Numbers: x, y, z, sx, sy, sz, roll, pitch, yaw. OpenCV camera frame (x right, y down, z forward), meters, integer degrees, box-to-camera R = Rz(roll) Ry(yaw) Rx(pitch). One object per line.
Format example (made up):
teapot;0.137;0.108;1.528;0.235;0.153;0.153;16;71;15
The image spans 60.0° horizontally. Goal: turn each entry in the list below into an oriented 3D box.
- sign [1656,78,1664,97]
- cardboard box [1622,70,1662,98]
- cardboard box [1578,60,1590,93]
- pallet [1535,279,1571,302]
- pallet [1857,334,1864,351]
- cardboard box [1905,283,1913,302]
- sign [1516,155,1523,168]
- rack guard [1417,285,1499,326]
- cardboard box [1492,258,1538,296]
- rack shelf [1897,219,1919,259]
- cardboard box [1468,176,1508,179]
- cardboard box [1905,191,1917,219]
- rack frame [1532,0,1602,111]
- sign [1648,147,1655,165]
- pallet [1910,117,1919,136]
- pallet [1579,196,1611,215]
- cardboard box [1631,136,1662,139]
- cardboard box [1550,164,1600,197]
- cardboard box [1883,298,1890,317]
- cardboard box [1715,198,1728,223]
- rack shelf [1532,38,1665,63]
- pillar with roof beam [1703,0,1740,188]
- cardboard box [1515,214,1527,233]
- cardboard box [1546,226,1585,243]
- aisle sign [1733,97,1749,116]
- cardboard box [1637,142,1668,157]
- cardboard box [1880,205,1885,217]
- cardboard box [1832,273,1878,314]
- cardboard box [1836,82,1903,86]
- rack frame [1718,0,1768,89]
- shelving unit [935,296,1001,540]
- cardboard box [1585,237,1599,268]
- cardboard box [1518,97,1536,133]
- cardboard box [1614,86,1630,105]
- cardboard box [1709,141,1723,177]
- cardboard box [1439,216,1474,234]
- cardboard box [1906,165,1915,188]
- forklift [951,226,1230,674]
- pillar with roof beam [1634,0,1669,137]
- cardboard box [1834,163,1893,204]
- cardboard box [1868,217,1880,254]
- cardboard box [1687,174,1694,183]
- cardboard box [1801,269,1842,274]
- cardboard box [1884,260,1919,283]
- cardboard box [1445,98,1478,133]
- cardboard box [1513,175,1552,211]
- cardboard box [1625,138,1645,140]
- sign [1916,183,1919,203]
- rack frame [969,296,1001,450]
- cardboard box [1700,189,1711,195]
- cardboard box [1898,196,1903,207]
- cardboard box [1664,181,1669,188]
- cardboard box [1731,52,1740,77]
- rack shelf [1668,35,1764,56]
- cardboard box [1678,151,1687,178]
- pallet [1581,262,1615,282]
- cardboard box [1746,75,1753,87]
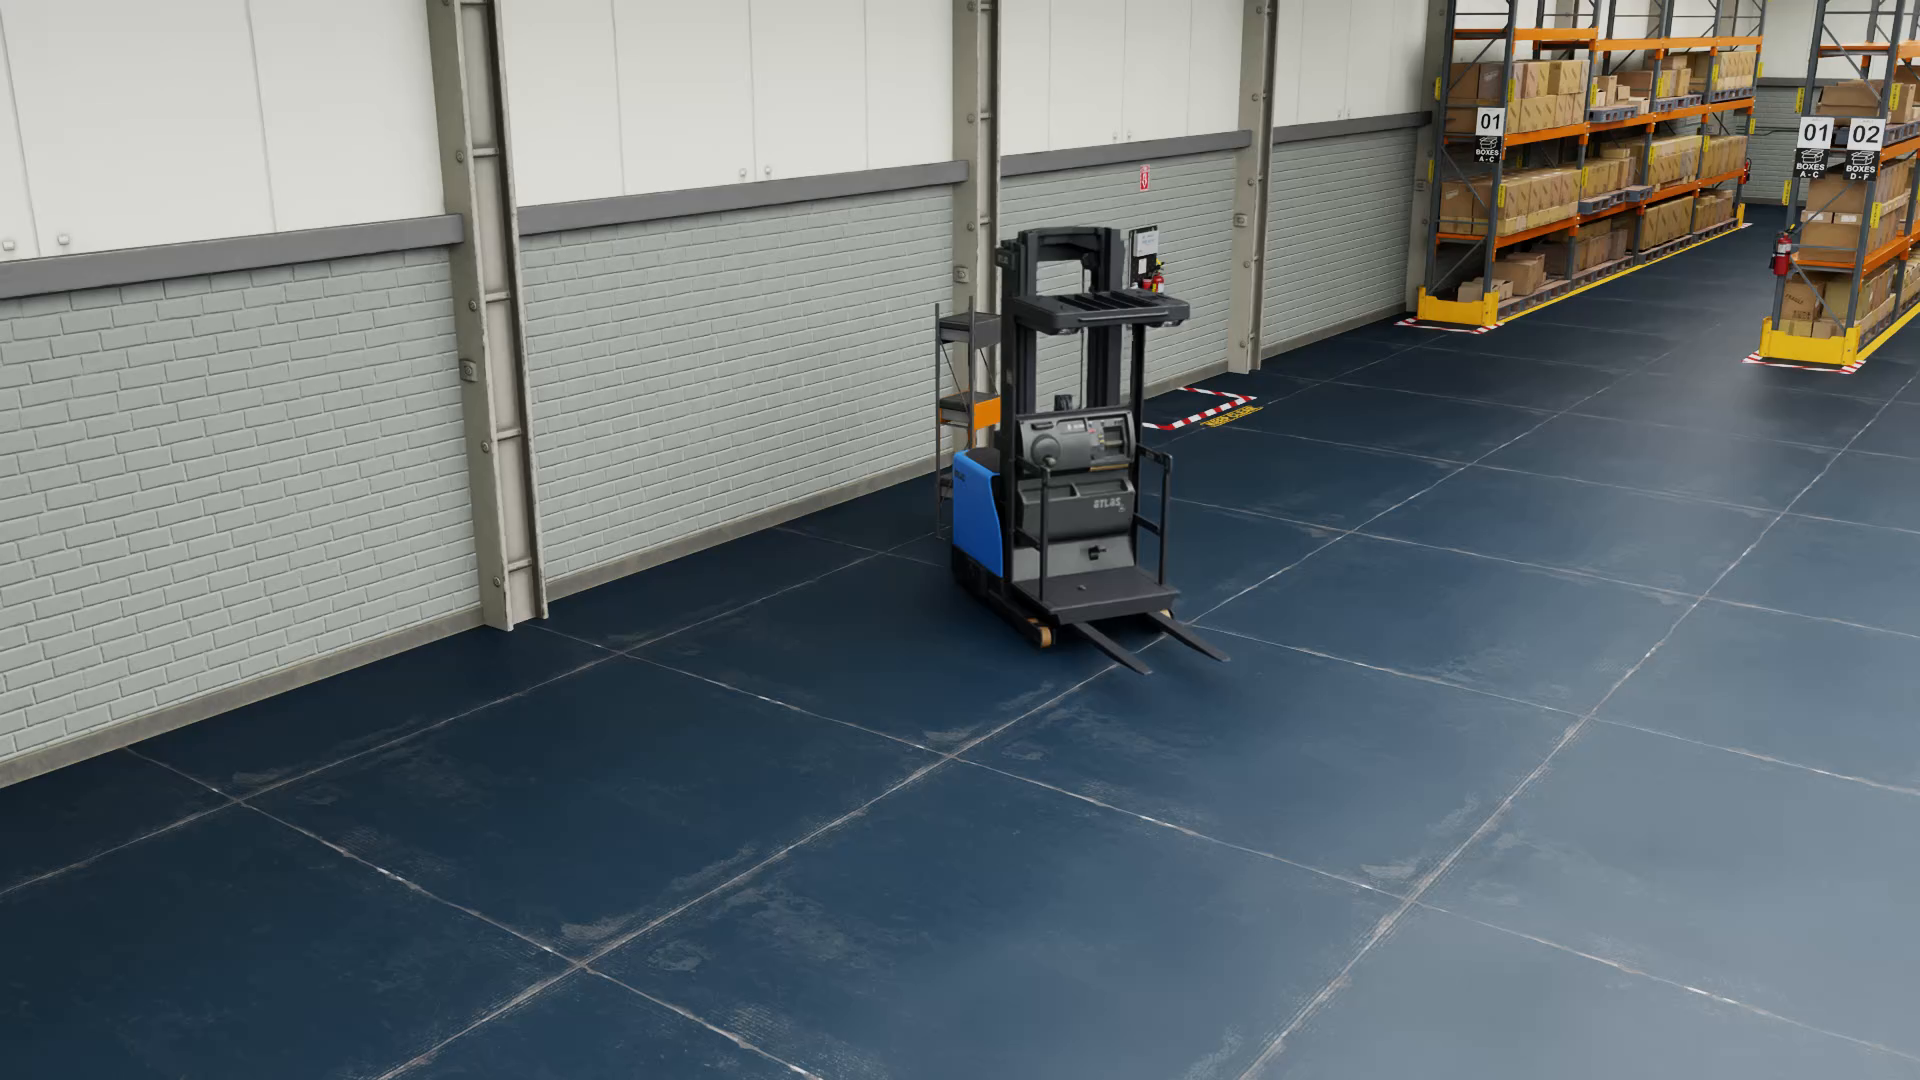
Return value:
sign;12.792;-8.274;30.401;0.100;0.325;0.005;12;21;35
cardboard box;12.874;-8.643;31.549;0.700;0.500;0.500;11;20;32
cardboard box;9.893;-7.539;27.016;0.500;0.500;0.500;10;20;30
pallet;9.602;-4.241;28.043;1.003;0.211;1.213;12;21;35
pallet;11.993;-2.769;23.305;1.003;0.211;1.213;12;21;35
cardboard box;14.700;-3.925;26.254;0.500;0.250;0.500;13;22;36
sign;9.526;-6.389;28.307;0.100;0.325;0.005;12;21;35
rack guard;7.636;-3.610;25.526;1.175;0.500;0.348;12;21;35
cardboard box;8.892;-4.253;26.854;0.700;0.500;0.500;11;20;31
rack shelf;15.146;-4.997;26.990;1.077;0.370;4.000;12;21;35
cardboard box;8.313;-5.474;26.267;0.500;0.500;0.500;12;21;33
cardboard box;15.038;-5.337;26.702;0.500;0.500;0.500;12;21;35
rack frame;9.974;-8.604;27.275;1.000;3.000;0.127;12;21;35
sign;12.799;-7.113;30.772;0.100;0.325;0.005;12;21;35
pallet;13.467;-6.047;24.249;1.003;0.211;1.213;12;21;35
pallet;10.546;-5.803;28.697;1.003;0.211;1.213;12;21;35
cardboard box;13.657;-7.892;33.131;0.500;0.250;0.500;12;21;33
cardboard box;10.644;-6.243;28.881;0.700;0.500;0.500;15;23;40
cardboard box;13.548;-3.485;24.837;0.500;0.250;0.500;12;21;35
cardboard box;16.489;-7.300;36.700;0.700;0.500;0.500;12;21;35
rack shelf;11.166;-8.545;28.975;1.077;0.370;4.000;12;21;35
pillar with roof beam;21.496;-11.497;36.593;9.100;9.000;0.400;12;21;35
cardboard box;8.435;-4.910;25.717;0.500;0.250;0.500;12;21;33
cardboard box;10.659;-5.397;29.273;0.500;0.250;0.500;12;21;34
aisle sign;17.408;-9.802;36.868;0.394;0.787;0.004;12;21;35
cardboard box;13.155;-7.439;31.674;0.500;0.250;0.500;12;21;34
cardboard box;12.744;-4.631;23.338;0.380;0.149;0.250;12;21;34
cardboard box;12.654;-3.486;23.576;0.500;0.500;0.500;12;21;35
cardboard box;12.872;-6.243;23.615;0.797;0.503;0.637;15;23;41
rack frame;17.124;-11.462;36.479;1.000;3.000;0.127;12;21;35
shelving unit;0.099;-1.042;14.559;0.431;2.100;0.503;12;21;35
cardboard box;11.003;-5.179;29.838;0.700;0.500;0.500;13;21;35
cardboard box;8.340;-6.433;25.140;0.500;0.500;0.500;14;22;38
cardboard box;11.511;-7.890;29.828;0.797;0.503;0.637;16;24;42
cardboard box;15.517;-8.086;35.220;0.980;0.700;0.700;12;21;33
cardboard box;7.714;-4.869;25.585;0.500;0.250;0.500;13;21;35
cardboard box;16.623;-6.235;28.887;0.700;0.500;0.500;5;18;16
forklift;0.959;-0.745;12.202;1.130;2.935;3.031;-7;19;-21
pillar with roof beam;17.921;-10.068;31.991;9.100;9.000;0.400;12;21;35
cardboard box;12.798;-5.066;23.643;0.700;0.500;0.500;12;21;35
cardboard box;12.469;-4.311;23.400;0.700;0.500;0.500;13;21;35
cardboard box;14.635;-7.339;33.708;0.380;0.149;0.250;13;21;36
cardboard box;12.535;-3.697;24.254;0.500;0.500;0.500;12;21;35
cardboard box;15.011;-4.316;26.565;0.500;0.311;0.500;12;21;33
cardboard box;7.636;-6.420;25.099;0.500;0.500;0.500;14;22;39
cardboard box;9.030;-5.505;26.369;0.500;0.500;0.500;13;22;36
cardboard box;13.342;-7.768;32.733;0.500;0.250;0.500;12;21;33
sign;14.401;-5.218;24.894;0.100;0.325;0.005;12;21;35
rack frame;0.244;-1.100;14.746;0.400;2.100;0.015;12;21;35
cardboard box;16.400;-7.673;36.808;0.380;0.149;0.250;12;21;35
cardboard box;13.662;-4.998;24.517;0.380;0.149;0.250;12;21;33
cardboard box;13.645;-6.986;32.571;0.380;0.149;0.250;13;21;35
cardboard box;15.982;-9.974;34.857;0.500;0.500;0.500;13;21;35
rack shelf;15.933;-10.451;35.111;1.077;0.370;4.000;12;21;35
cardboard box;14.066;-7.447;32.964;0.500;0.500;0.500;12;21;35
pallet;11.163;-4.884;30.116;1.003;0.211;1.213;12;21;35
cardboard box;16.901;-9.985;36.156;0.500;0.250;0.500;13;22;36
